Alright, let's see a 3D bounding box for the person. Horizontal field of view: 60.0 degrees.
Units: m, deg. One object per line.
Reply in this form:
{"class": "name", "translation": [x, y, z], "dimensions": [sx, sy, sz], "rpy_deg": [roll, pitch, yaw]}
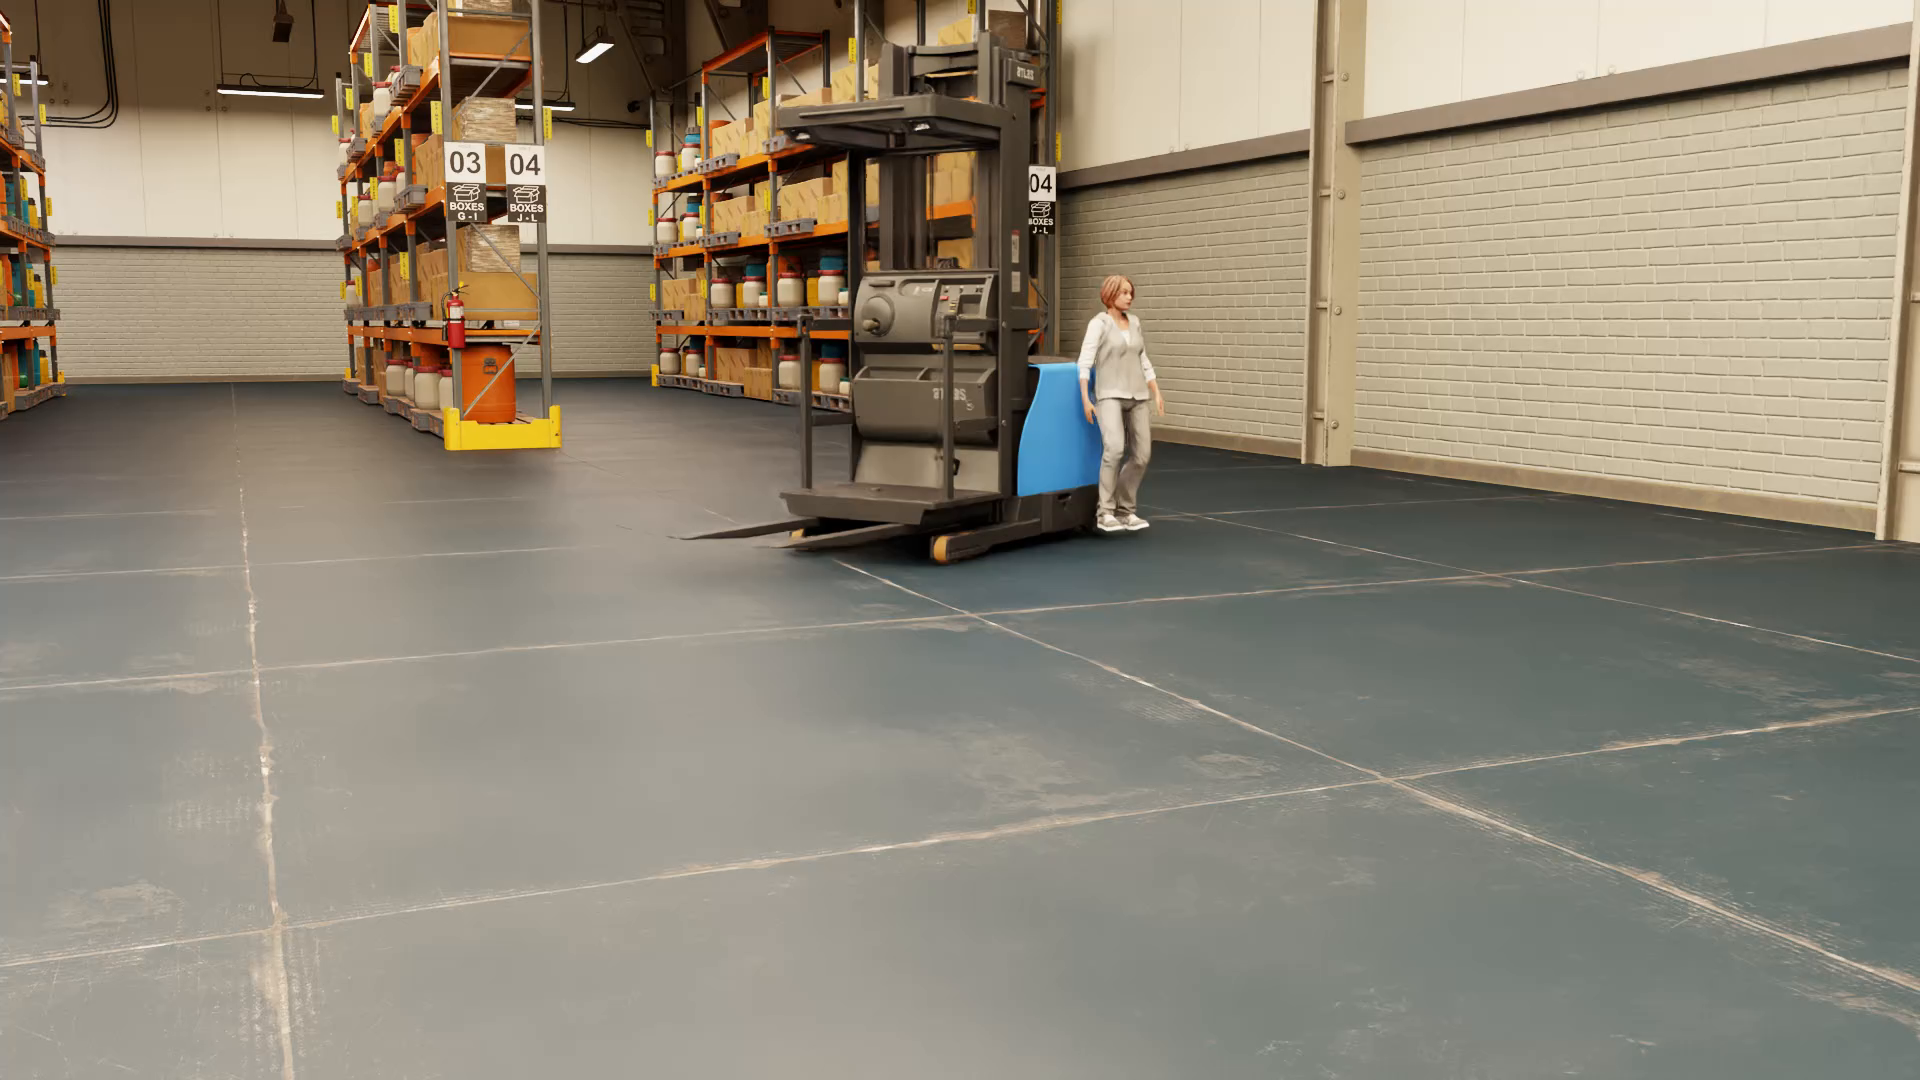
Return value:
{"class": "person", "translation": [1.023, -0.827, 10.160], "dimensions": [0.561, 1.583, 0.510], "rpy_deg": [-4, 9, -30]}

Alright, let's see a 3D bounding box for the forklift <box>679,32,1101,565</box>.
{"class": "forklift", "translation": [-0.329, -1.385, 9.443], "dimensions": [1.130, 2.935, 3.031], "rpy_deg": [5, 9, 33]}
